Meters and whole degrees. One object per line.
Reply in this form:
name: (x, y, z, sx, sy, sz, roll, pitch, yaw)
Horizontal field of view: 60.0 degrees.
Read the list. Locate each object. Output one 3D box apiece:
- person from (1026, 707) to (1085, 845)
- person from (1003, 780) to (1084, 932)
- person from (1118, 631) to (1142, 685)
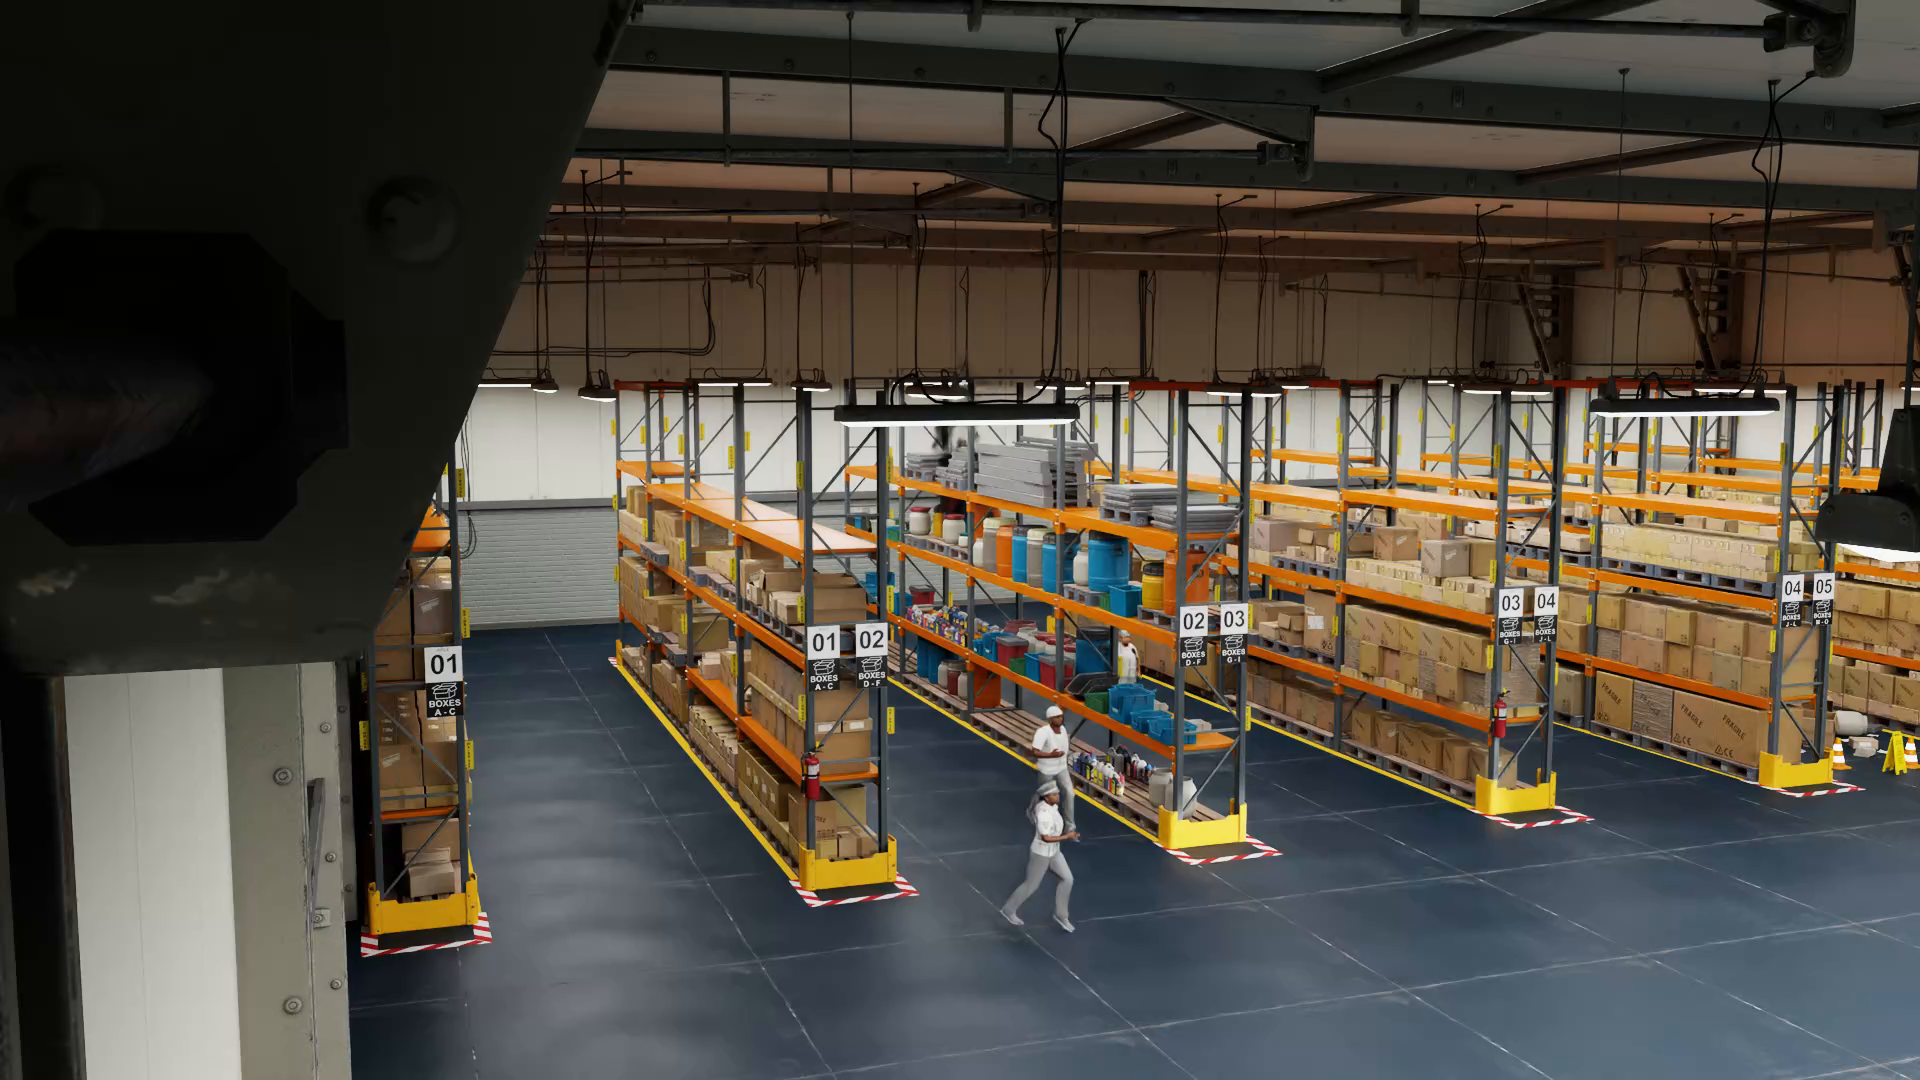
person: (1.223, 3.115, 22.254, 0.660, 1.805, 1.057, -4, 7, -33)
person: (0.957, 3.528, 18.627, 0.896, 1.737, 0.586, 2, 6, 20)
person: (2.928, 2.405, 29.511, 0.653, 1.613, 0.585, -3, 7, -25)
